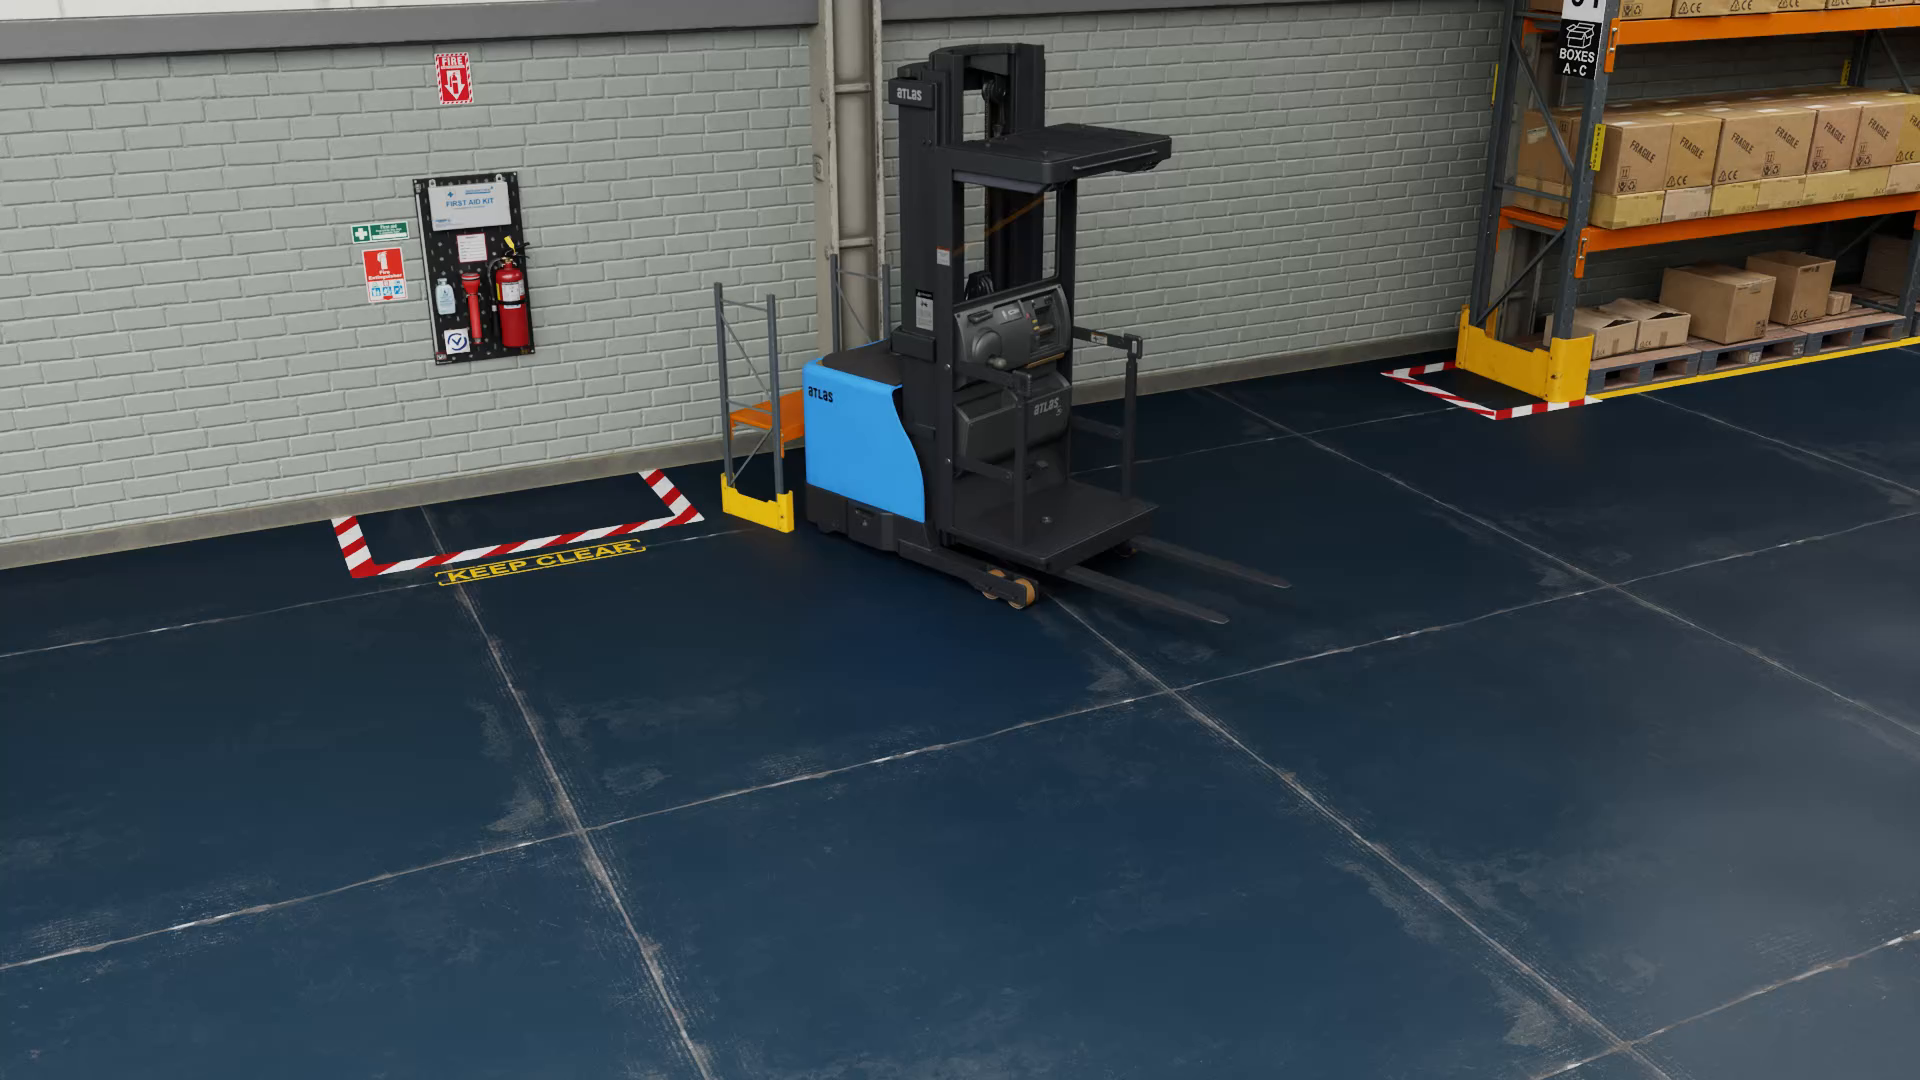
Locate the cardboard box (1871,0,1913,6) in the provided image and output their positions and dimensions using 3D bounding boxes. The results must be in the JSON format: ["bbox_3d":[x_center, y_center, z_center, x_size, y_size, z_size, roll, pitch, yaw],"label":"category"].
[{"bbox_3d":[7.198,-4.504,13.129,0.500,0.500,0.500,-13,26,-28],"label":"cardboard box"}]

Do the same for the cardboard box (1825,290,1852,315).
[{"bbox_3d":[7.538,-2.106,14.544,0.250,0.166,0.380,-14,26,-30],"label":"cardboard box"}]

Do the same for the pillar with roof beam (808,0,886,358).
[{"bbox_3d":[1.120,-3.354,6.588,0.400,9.000,9.100,-10,25,-24],"label":"pillar with roof beam"}]

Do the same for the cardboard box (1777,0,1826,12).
[{"bbox_3d":[6.252,-4.318,12.682,0.500,0.500,0.500,-9,24,-20],"label":"cardboard box"}]

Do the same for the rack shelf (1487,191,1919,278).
[{"bbox_3d":[6.205,-2.647,13.662,4.000,0.370,1.077,-10,25,-24],"label":"rack shelf"}]

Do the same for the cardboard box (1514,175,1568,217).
[{"bbox_3d":[4.740,-2.731,13.097,0.500,0.250,0.500,-10,25,-23],"label":"cardboard box"}]

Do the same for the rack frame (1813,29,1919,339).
[{"bbox_3d":[8.008,-3.311,14.326,0.127,3.000,1.000,-10,25,-24],"label":"rack frame"}]

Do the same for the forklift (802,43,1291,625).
[{"bbox_3d":[0.463,-1.195,9.305,3.031,2.935,1.130,19,29,38],"label":"forklift"}]

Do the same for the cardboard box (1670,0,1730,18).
[{"bbox_3d":[5.312,-4.135,12.238,0.500,0.500,0.500,-9,24,-20],"label":"cardboard box"}]

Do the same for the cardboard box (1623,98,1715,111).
[{"bbox_3d":[5.658,-3.252,13.375,0.500,0.500,0.500,-11,25,-25],"label":"cardboard box"}]

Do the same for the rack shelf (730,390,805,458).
[{"bbox_3d":[-0.970,-0.798,10.686,0.538,0.185,1.000,18,28,36],"label":"rack shelf"}]

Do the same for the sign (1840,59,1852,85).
[{"bbox_3d":[7.764,-4.036,14.565,0.005,0.325,0.100,-10,25,-24],"label":"sign"}]

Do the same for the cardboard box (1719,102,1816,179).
[{"bbox_3d":[6.342,-3.161,13.154,0.500,0.500,0.500,-10,24,-22],"label":"cardboard box"}]

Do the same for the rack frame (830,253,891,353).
[{"bbox_3d":[-0.645,-1.114,10.978,0.500,1.500,0.032,18,28,36],"label":"rack frame"}]

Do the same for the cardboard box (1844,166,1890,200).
[{"bbox_3d":[7.260,-2.988,13.716,0.500,0.250,0.500,-10,25,-23],"label":"cardboard box"}]

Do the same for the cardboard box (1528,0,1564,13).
[{"bbox_3d":[4.669,-4.245,12.505,0.500,0.500,0.500,-9,24,-20],"label":"cardboard box"}]

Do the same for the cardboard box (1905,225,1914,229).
[{"bbox_3d":[9.107,-2.590,15.278,0.500,0.500,0.700,-11,25,-25],"label":"cardboard box"}]

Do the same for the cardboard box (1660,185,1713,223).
[{"bbox_3d":[5.442,-2.650,12.899,0.500,0.250,0.500,-11,25,-25],"label":"cardboard box"}]

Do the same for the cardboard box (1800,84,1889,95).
[{"bbox_3d":[7.493,-3.591,14.193,0.500,0.500,0.500,-11,25,-25],"label":"cardboard box"}]

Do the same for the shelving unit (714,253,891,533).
[{"bbox_3d":[-0.964,-0.967,10.623,0.587,1.500,1.083,18,28,36],"label":"shelving unit"}]

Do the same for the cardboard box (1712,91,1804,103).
[{"bbox_3d":[6.574,-3.426,13.794,0.500,0.500,0.500,-10,24,-22],"label":"cardboard box"}]

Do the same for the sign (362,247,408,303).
[{"bbox_3d":[-3.534,-1.630,10.218,0.234,0.329,0.001,-10,25,-24],"label":"sign"}]

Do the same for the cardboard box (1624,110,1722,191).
[{"bbox_3d":[5.413,-2.988,12.735,0.500,0.500,0.500,-10,25,-23],"label":"cardboard box"}]

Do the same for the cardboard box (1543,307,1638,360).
[{"bbox_3d":[5.066,-1.692,13.356,0.500,0.311,0.500,-14,26,-30],"label":"cardboard box"}]

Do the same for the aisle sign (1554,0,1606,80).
[{"bbox_3d":[4.469,-3.733,11.947,0.004,0.787,0.394,-10,25,-24],"label":"aisle sign"}]

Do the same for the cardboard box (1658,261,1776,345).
[{"bbox_3d":[6.262,-1.978,13.800,0.500,0.500,0.700,-12,25,-27],"label":"cardboard box"}]

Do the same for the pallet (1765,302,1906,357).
[{"bbox_3d":[7.418,-1.899,14.561,1.213,0.211,1.003,-10,25,-24],"label":"pallet"}]

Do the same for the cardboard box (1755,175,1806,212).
[{"bbox_3d":[6.360,-2.815,13.299,0.500,0.250,0.500,-10,25,-23],"label":"cardboard box"}]

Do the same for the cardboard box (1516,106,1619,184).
[{"bbox_3d":[4.736,-3.085,12.970,0.500,0.500,0.500,-11,25,-24],"label":"cardboard box"}]

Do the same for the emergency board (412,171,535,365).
[{"bbox_3d":[-2.991,-1.669,10.361,0.643,1.169,0.194,-10,25,-24],"label":"emergency board"}]

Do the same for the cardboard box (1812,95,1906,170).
[{"bbox_3d":[7.268,-3.327,13.556,0.500,0.500,0.500,-11,25,-24],"label":"cardboard box"}]

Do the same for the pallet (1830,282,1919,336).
[{"bbox_3d":[8.708,-2.152,15.173,1.213,0.211,1.003,-10,25,-24],"label":"pallet"}]

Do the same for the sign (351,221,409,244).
[{"bbox_3d":[-3.526,-1.872,10.111,0.331,0.109,0.001,-10,25,-24],"label":"sign"}]
